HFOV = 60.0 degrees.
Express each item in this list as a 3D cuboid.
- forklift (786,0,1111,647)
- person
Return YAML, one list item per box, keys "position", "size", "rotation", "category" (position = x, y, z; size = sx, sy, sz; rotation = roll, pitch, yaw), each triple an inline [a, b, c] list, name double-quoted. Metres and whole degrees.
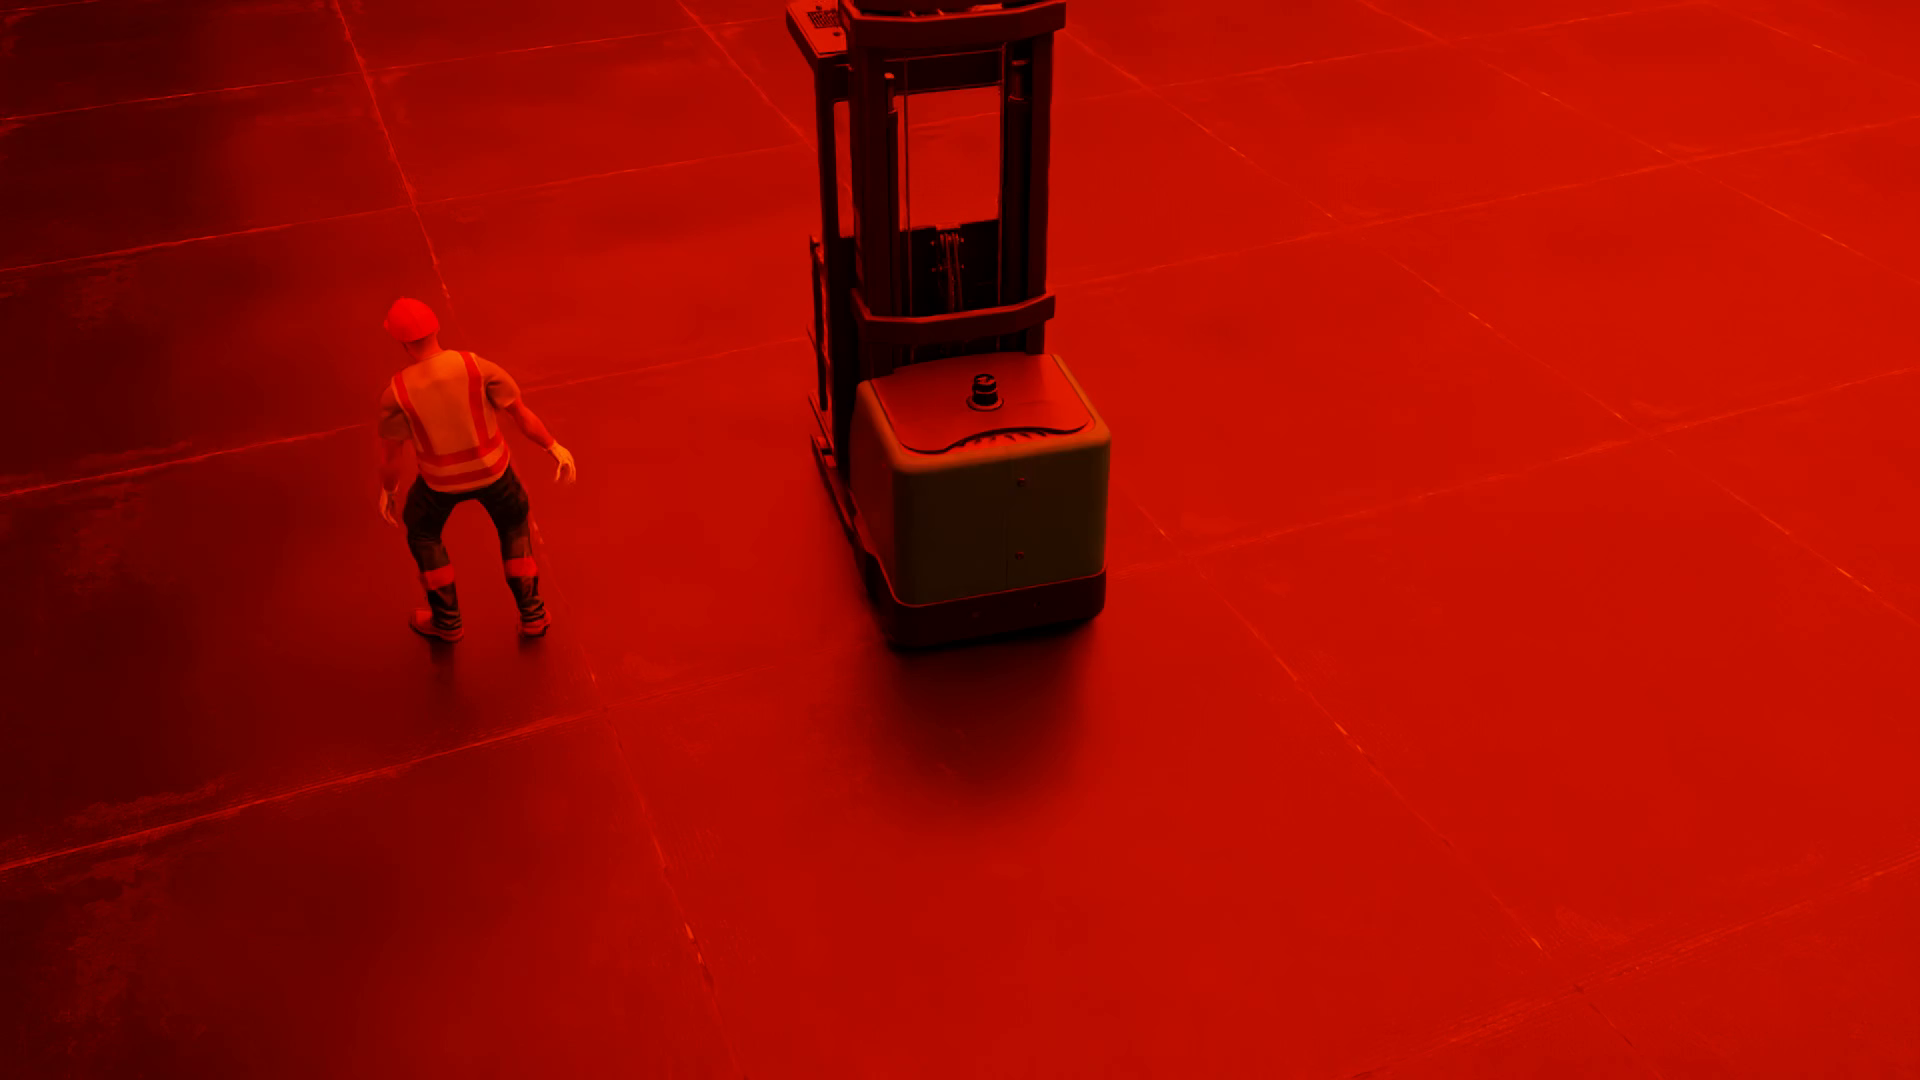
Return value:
- position: [-0.192, -1.546, 8.273]
  size: [1.130, 2.935, 3.031]
  rotation: [-9, 36, -13]
  category: "forklift"
- position: [-2.216, -0.301, 7.597]
  size: [0.886, 1.721, 0.500]
  rotation: [-11, 37, -15]
  category: "person"
